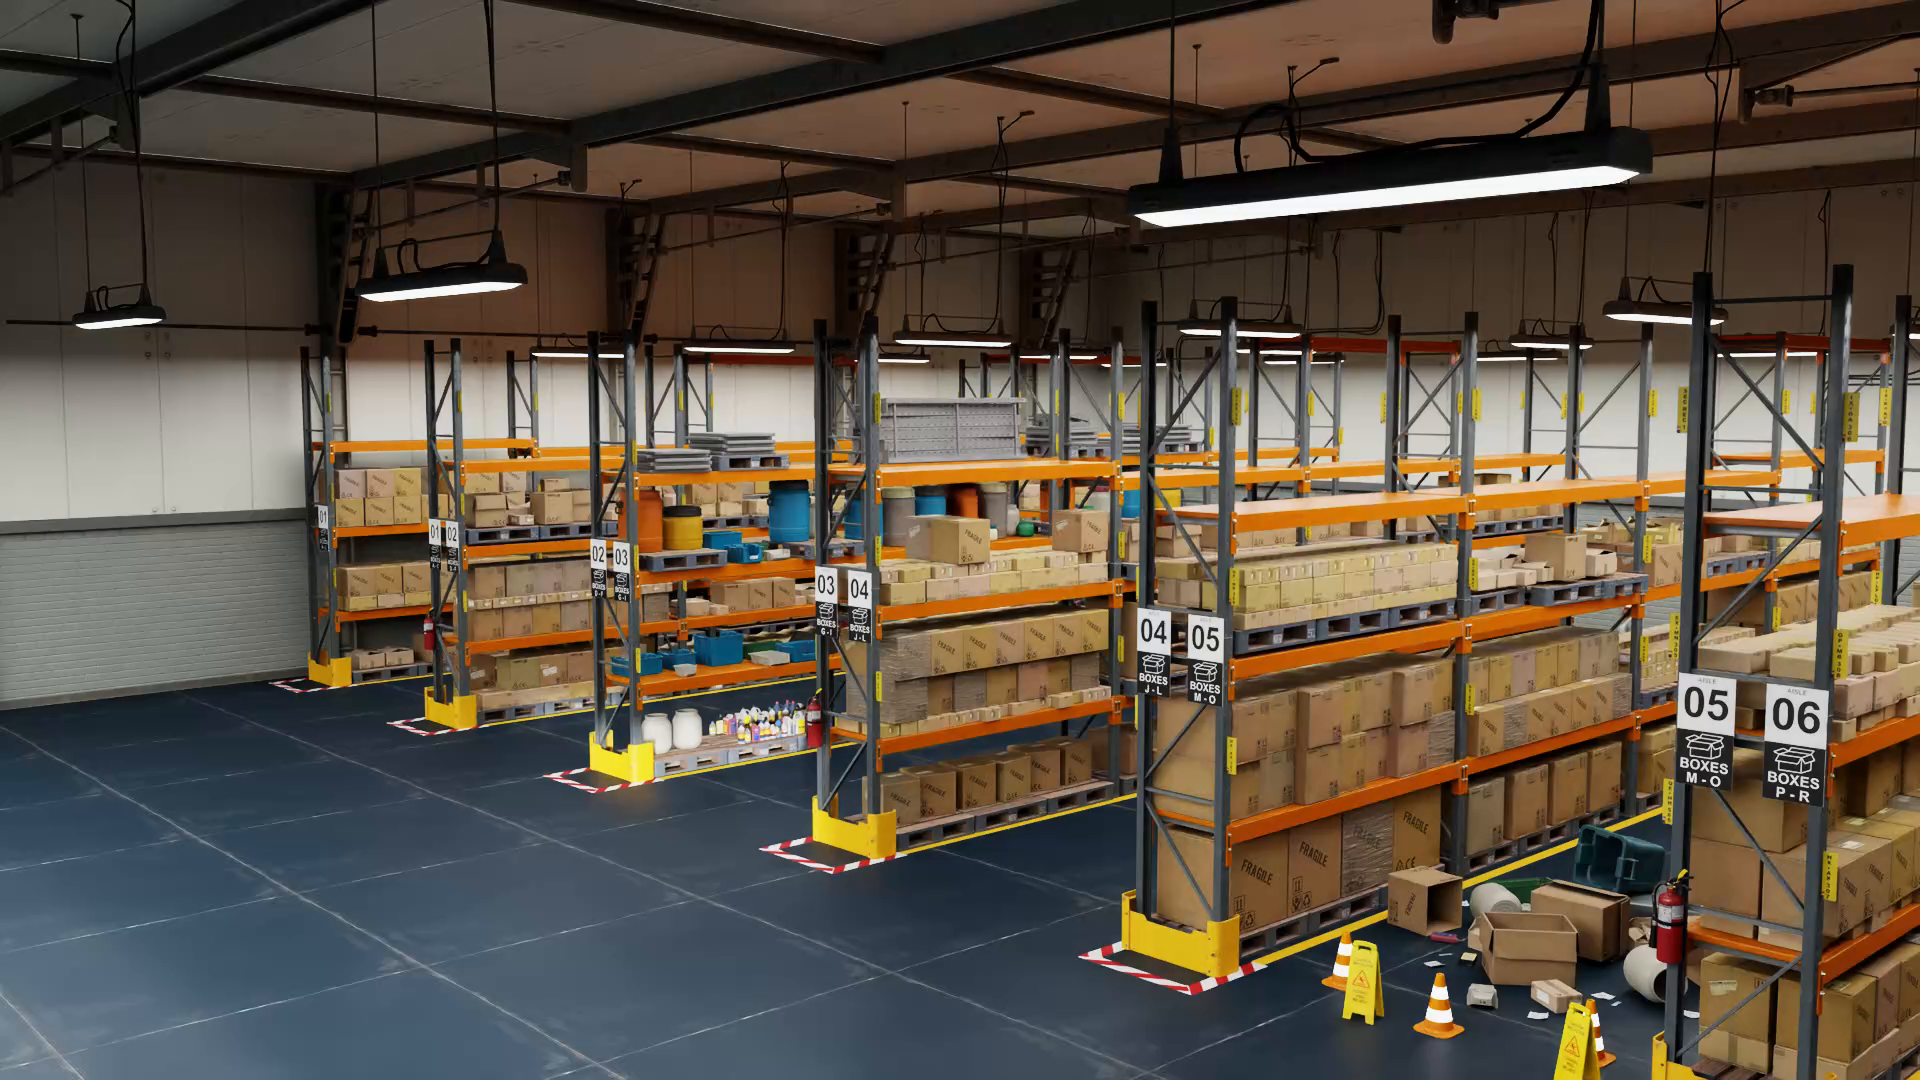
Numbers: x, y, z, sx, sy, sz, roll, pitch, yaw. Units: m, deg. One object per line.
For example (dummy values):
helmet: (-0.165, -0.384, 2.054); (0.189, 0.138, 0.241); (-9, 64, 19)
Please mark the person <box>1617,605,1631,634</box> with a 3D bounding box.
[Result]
person: (10.915, 1.861, 27.426); (0.628, 1.784, 0.552); (3, 6, 29)
